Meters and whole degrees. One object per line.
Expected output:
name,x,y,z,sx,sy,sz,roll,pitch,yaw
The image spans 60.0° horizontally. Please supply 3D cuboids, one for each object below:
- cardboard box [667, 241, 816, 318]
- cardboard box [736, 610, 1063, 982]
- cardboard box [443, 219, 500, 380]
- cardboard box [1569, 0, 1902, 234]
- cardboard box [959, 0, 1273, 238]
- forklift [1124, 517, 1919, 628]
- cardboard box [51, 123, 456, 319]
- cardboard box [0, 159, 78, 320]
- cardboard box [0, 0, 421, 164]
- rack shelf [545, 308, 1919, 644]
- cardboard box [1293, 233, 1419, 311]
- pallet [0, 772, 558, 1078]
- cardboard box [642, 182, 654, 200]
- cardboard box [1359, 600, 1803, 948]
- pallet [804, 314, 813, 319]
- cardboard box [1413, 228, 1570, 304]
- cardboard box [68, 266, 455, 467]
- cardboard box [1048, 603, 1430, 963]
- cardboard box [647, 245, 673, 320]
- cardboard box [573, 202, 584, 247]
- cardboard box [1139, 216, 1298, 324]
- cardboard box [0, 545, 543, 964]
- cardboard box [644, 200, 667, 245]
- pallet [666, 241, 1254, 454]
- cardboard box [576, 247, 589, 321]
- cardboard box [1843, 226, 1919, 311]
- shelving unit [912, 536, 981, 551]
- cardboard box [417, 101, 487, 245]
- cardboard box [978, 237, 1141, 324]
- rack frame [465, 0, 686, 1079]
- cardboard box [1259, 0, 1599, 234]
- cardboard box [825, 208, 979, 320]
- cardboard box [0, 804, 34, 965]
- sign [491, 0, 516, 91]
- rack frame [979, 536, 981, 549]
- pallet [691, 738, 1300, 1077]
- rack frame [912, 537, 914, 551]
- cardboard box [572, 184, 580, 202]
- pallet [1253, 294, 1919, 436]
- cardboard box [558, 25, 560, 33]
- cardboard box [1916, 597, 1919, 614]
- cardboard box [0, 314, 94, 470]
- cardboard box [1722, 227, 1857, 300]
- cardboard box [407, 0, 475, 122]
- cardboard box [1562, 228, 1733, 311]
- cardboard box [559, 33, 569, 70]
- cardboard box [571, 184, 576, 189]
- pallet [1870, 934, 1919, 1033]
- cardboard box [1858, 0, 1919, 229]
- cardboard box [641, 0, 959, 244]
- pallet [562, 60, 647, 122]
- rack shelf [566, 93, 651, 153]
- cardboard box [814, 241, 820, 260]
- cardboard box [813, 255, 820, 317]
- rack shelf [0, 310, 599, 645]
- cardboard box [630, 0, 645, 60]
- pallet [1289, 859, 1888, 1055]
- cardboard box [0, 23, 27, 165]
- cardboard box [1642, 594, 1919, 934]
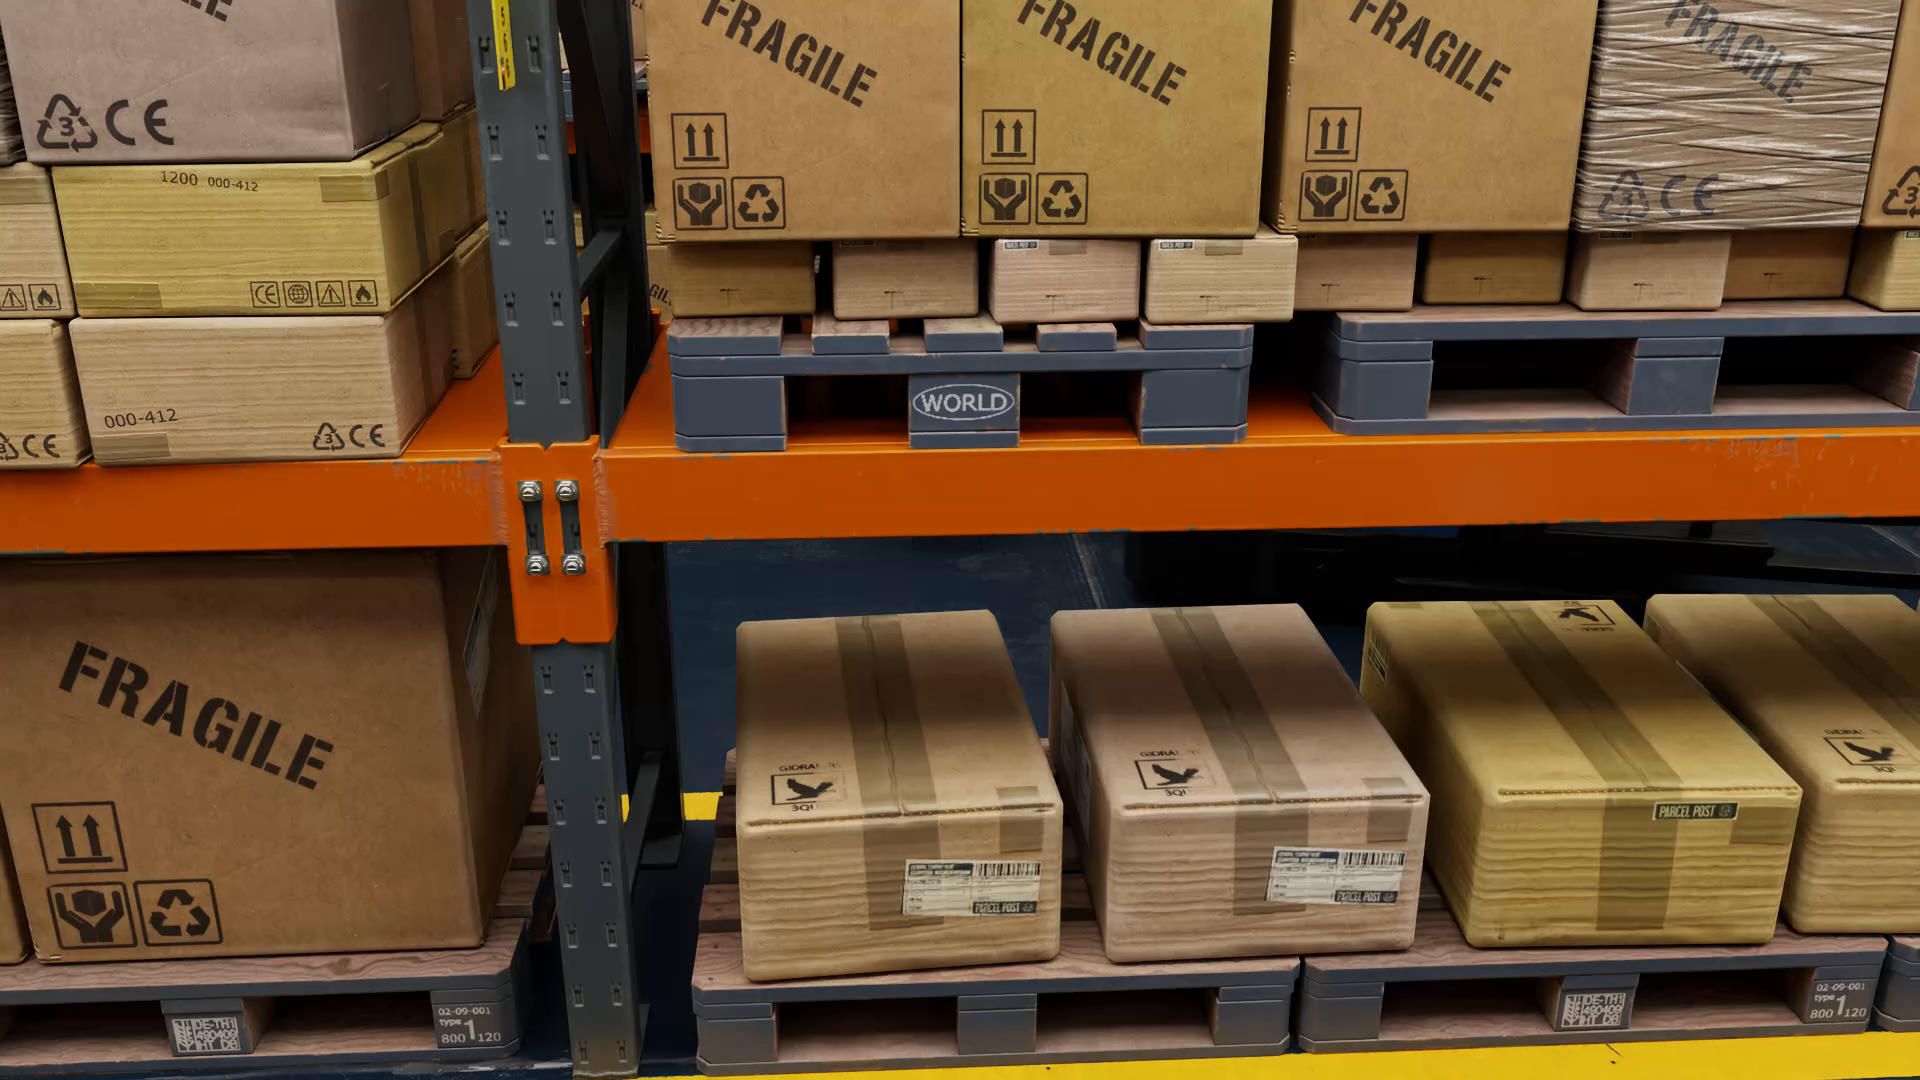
cardboard box,-0.398,-0.526,3.049,0.250,0.149,0.380,-2,21,-6
cardboard box,-0.169,0.517,3.649,0.625,0.372,0.950,-3,21,-7
cardboard box,-1.236,-0.516,3.471,0.500,0.250,0.500,-2,21,-4
cardboard box,1.279,-0.849,2.986,0.500,0.500,0.500,-2,21,-5
cardboard box,0.249,-0.828,2.932,0.500,0.500,0.500,0,21,0
forklift,2.122,-1.235,5.246,3.031,2.935,1.130,4,21,10
cardboard box,-1.202,-0.570,2.910,0.500,0.250,0.500,-1,21,-3
cardboard box,-1.714,-0.558,2.879,0.500,0.250,0.500,-2,21,-4
cardboard box,-1.234,-0.917,2.768,0.500,0.500,0.500,-2,21,-5
rack shelf,1.264,-0.211,3.470,4.000,0.370,1.077,-1,21,-3
cardboard box,0.674,-0.540,3.086,0.250,0.149,0.380,0,21,0
pallet,-1.525,0.786,3.760,1.213,0.211,1.003,-1,21,-3
cardboard box,-1.559,-1.701,8.384,0.250,0.149,0.380,0,21,0
cardboard box,1.325,0.486,3.731,0.625,0.372,0.950,0,21,-1
pallet,-0.196,-0.969,8.370,1.213,0.211,1.003,-1,21,-3
cardboard box,0.954,-0.559,3.137,0.250,0.149,0.380,0,21,-1
cardboard box,-1.223,-0.334,2.993,0.500,0.250,0.500,-2,21,-5
cardboard box,0.568,0.500,3.696,0.625,0.372,0.950,-2,21,-4
cardboard box,-1.430,-1.213,8.013,0.500,0.500,0.500,-1,21,-1
cardboard box,-1.770,-1.484,7.815,0.250,0.149,0.380,-2,21,-6
cardboard box,0.438,-0.507,3.000,0.250,0.149,0.380,-1,21,-3
cardboard box,-1.428,0.275,3.579,0.875,0.875,0.875,-1,21,-4
cardboard box,-1.499,-1.501,7.858,0.250,0.149,0.380,-2,21,-6
pallet,-0.028,-0.469,3.407,1.003,0.211,1.213,-1,21,-3
cardboard box,-1.930,-1.206,7.996,0.500,0.500,0.500,-1,21,-4
cardboard box,1.743,-0.542,3.093,0.250,0.149,0.380,-1,21,-3
shelving unit,-0.053,-0.490,5.931,0.252,1.050,0.215,-1,21,-3
cardboard box,-1.253,-0.747,3.376,0.500,0.250,0.500,-1,21,-3
cardboard box,0.162,-0.509,3.005,0.250,0.149,0.380,-3,21,-7
rack frame,-0.733,-0.506,3.235,0.127,3.000,1.000,-1,21,-3
cardboard box,0.779,-0.842,2.967,0.500,0.500,0.500,-1,21,-2
cardboard box,-0.114,-0.520,3.033,0.250,0.149,0.380,-2,21,-6
cardboard box,-2.318,0.291,3.536,0.875,0.875,0.875,-1,21,-2
sign,-0.698,-0.850,2.512,0.005,0.325,0.100,-1,21,-3
rack frame,0.068,-0.492,5.938,0.008,1.050,0.200,-1,21,-3
pallet,0.047,0.781,3.772,1.213,0.211,1.003,-1,21,-3
rack frame,-0.175,-0.487,5.925,0.008,1.050,0.200,-1,21,-3
cardboard box,-1.825,-1.705,8.395,0.250,0.149,0.380,-1,21,-1
pallet,1.241,-0.472,3.413,1.213,0.211,1.003,-1,21,-3
cardboard box,-2.055,-2.259,7.460,0.500,0.250,0.500,-2,21,-6
cardboard box,2.737,0.456,3.811,0.625,0.372,0.950,-1,21,-2
cardboard box,-1.732,-0.318,2.951,0.500,0.250,0.500,-1,21,-2
cardboard box,1.474,-0.574,3.175,0.250,0.149,0.380,-2,21,-5
cardboard box,-1.240,-1.097,3.241,0.500,0.500,0.500,-2,21,-5
cardboard box,1.218,-0.541,3.090,0.250,0.149,0.380,-1,21,-1
cardboard box,-1.654,-2.199,7.443,0.250,0.149,0.380,-1,21,-2
cardboard box,-2.069,-1.672,8.307,0.250,0.149,0.380,-1,21,-2
pallet,2.483,0.732,3.902,1.213,0.211,1.003,-1,21,-3
cardboard box,1.802,-0.860,3.015,0.500,0.500,0.500,0,21,-1
cardboard box,-0.271,-0.815,2.898,0.500,0.500,0.500,-2,21,-5
pallet,-1.693,-2.141,7.799,1.003,0.211,1.213,-1,21,-3
rack shelf,-3.017,-1.893,7.888,4.000,0.370,1.077,-1,21,-3
cardboard box,-0.419,-0.675,3.442,0.250,0.149,0.380,0,21,-1
cardboard box,-0.397,-1.364,8.235,0.625,0.625,0.875,-1,21,-1
rack shelf,-2.730,-0.130,3.257,4.000,0.370,1.077,-1,21,-3
cardboard box,-1.543,-2.558,7.892,0.500,0.500,0.500,0,21,-1
pallet,1.262,0.758,3.834,1.213,0.211,1.003,-1,21,-3
cardboard box,-1.746,-0.904,2.733,0.500,0.500,0.500,-1,21,-2
cardboard box,2.019,0.472,3.770,0.625,0.372,0.950,0,21,0
